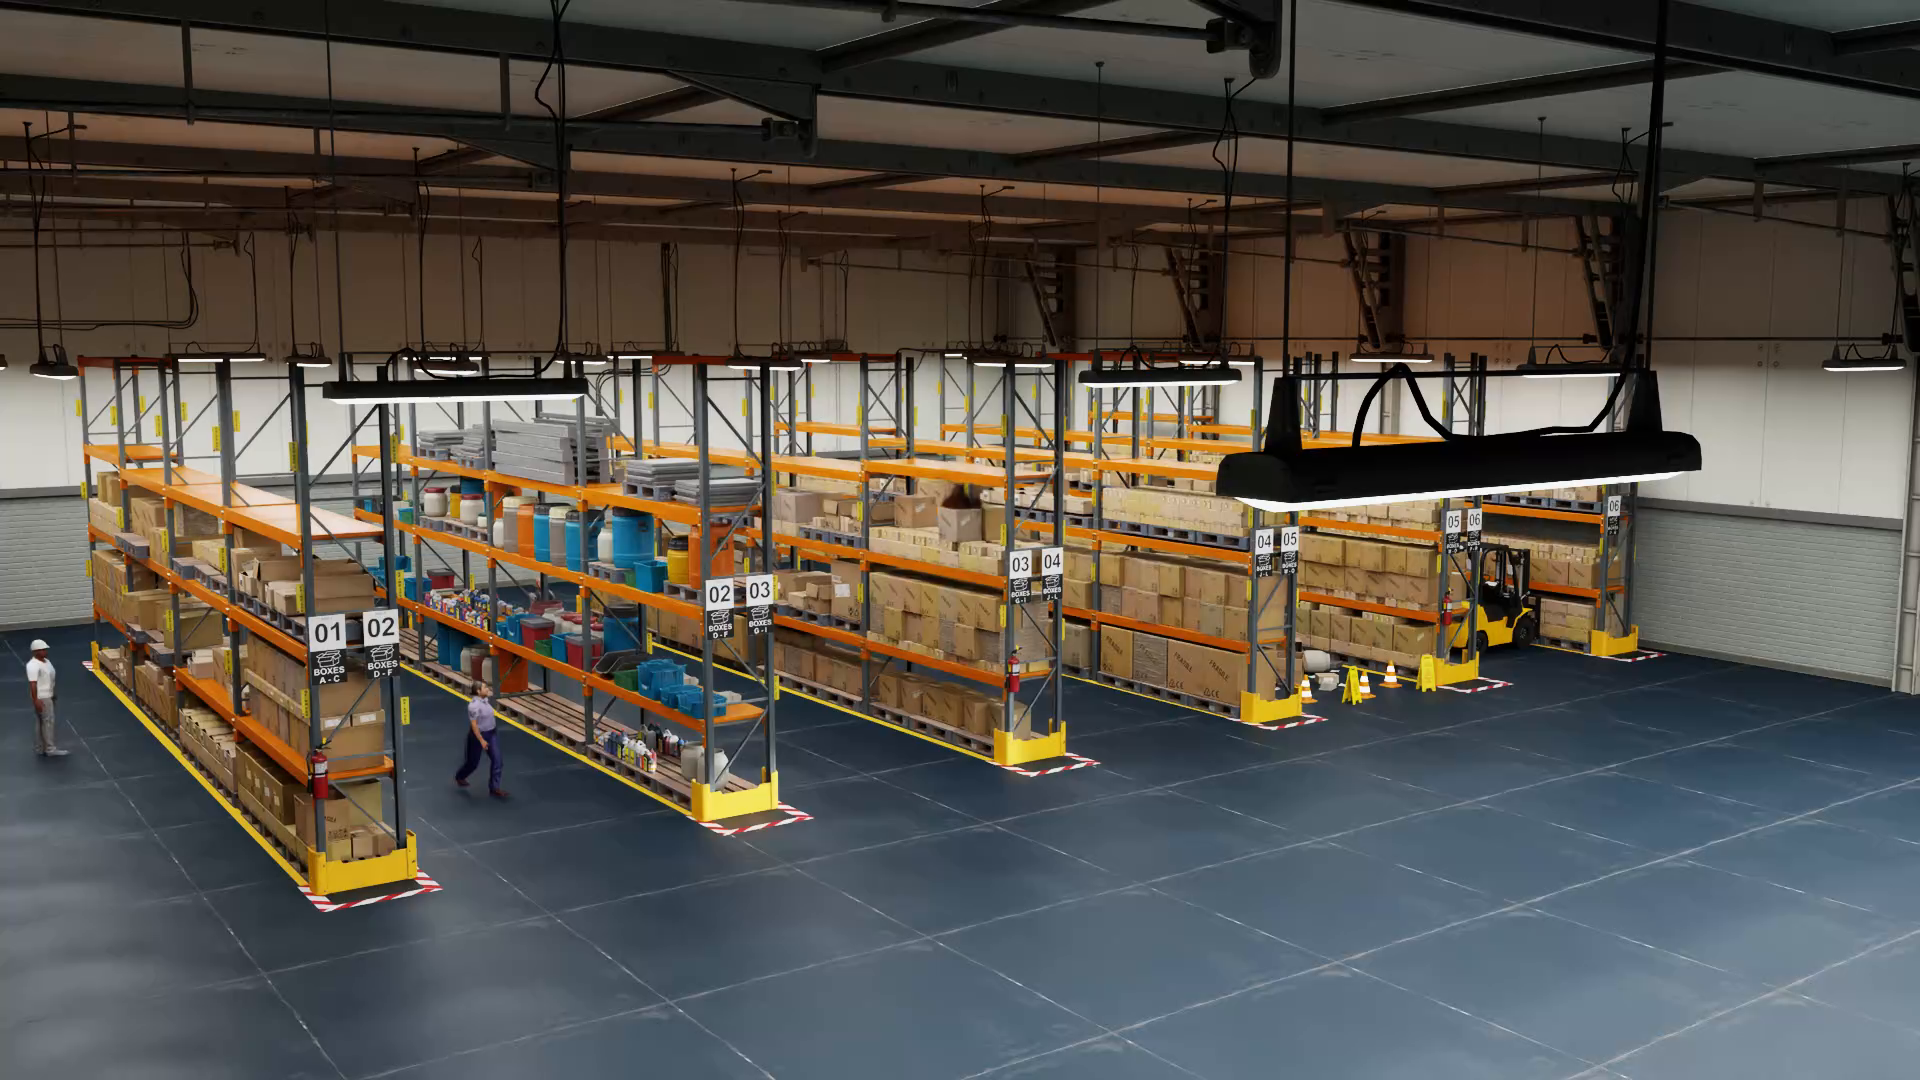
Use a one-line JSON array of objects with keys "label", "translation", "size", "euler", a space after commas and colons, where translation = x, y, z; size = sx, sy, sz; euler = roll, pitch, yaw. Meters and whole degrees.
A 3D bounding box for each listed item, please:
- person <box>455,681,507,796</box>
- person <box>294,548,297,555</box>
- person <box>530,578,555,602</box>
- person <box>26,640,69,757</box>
[{"label": "person", "translation": [-6.682, 2.736, 23.106], "size": [0.898, 1.591, 0.464], "euler": [6, 9, 41]}, {"label": "person", "translation": [-14.340, 1.063, 36.198], "size": [0.616, 1.811, 0.805], "euler": [-5, 9, -37]}, {"label": "person", "translation": [-8.043, 1.573, 32.375], "size": [0.640, 1.697, 0.837], "euler": [-6, 9, -39]}, {"label": "person", "translation": [-13.920, 2.389, 25.337], "size": [0.493, 1.768, 0.594], "euler": [-4, 8, -28]}]
